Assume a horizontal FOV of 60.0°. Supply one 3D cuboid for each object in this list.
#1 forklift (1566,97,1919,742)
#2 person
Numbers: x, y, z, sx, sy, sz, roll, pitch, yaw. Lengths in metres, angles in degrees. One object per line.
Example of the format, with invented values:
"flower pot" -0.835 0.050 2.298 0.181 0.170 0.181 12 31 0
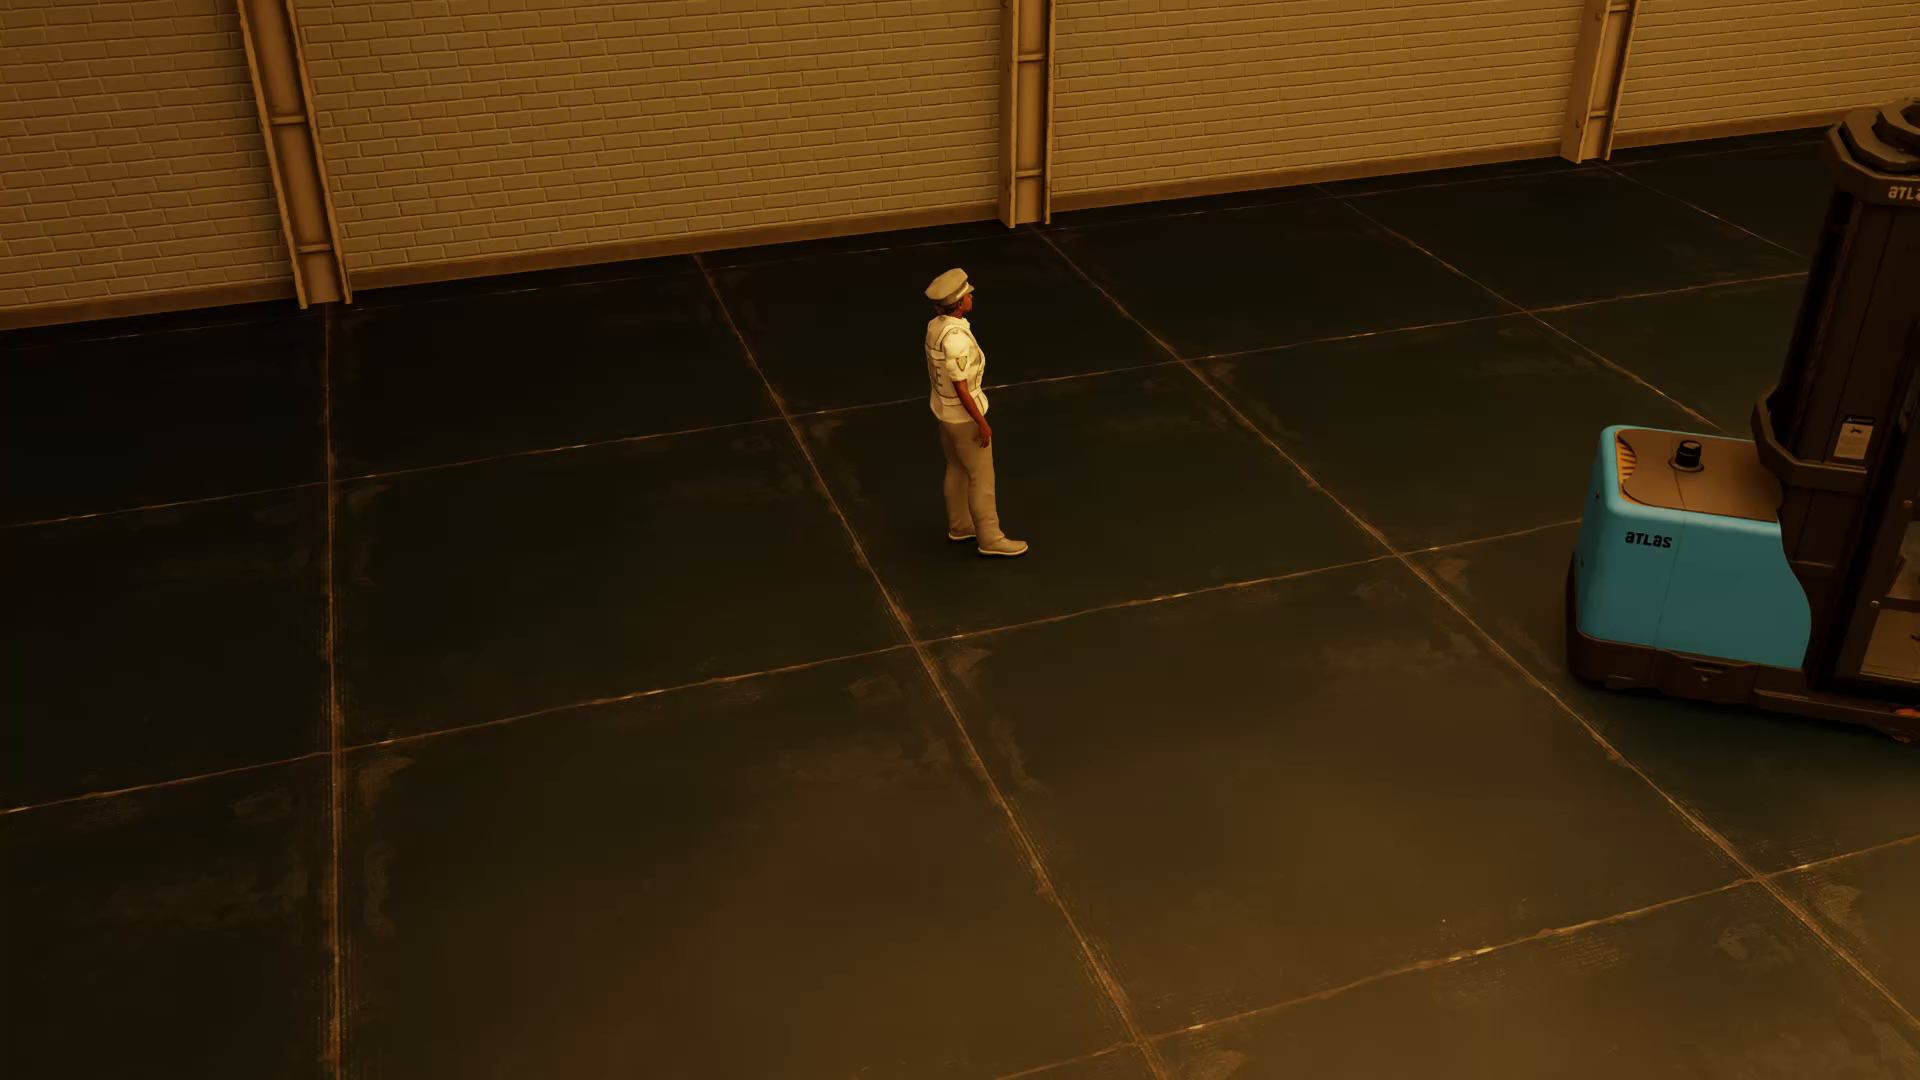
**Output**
"forklift" 4.767 -0.533 8.013 3.031 2.935 1.130 9 31 15
"person" 0.077 -0.743 9.604 0.530 1.695 0.569 -10 31 -16
